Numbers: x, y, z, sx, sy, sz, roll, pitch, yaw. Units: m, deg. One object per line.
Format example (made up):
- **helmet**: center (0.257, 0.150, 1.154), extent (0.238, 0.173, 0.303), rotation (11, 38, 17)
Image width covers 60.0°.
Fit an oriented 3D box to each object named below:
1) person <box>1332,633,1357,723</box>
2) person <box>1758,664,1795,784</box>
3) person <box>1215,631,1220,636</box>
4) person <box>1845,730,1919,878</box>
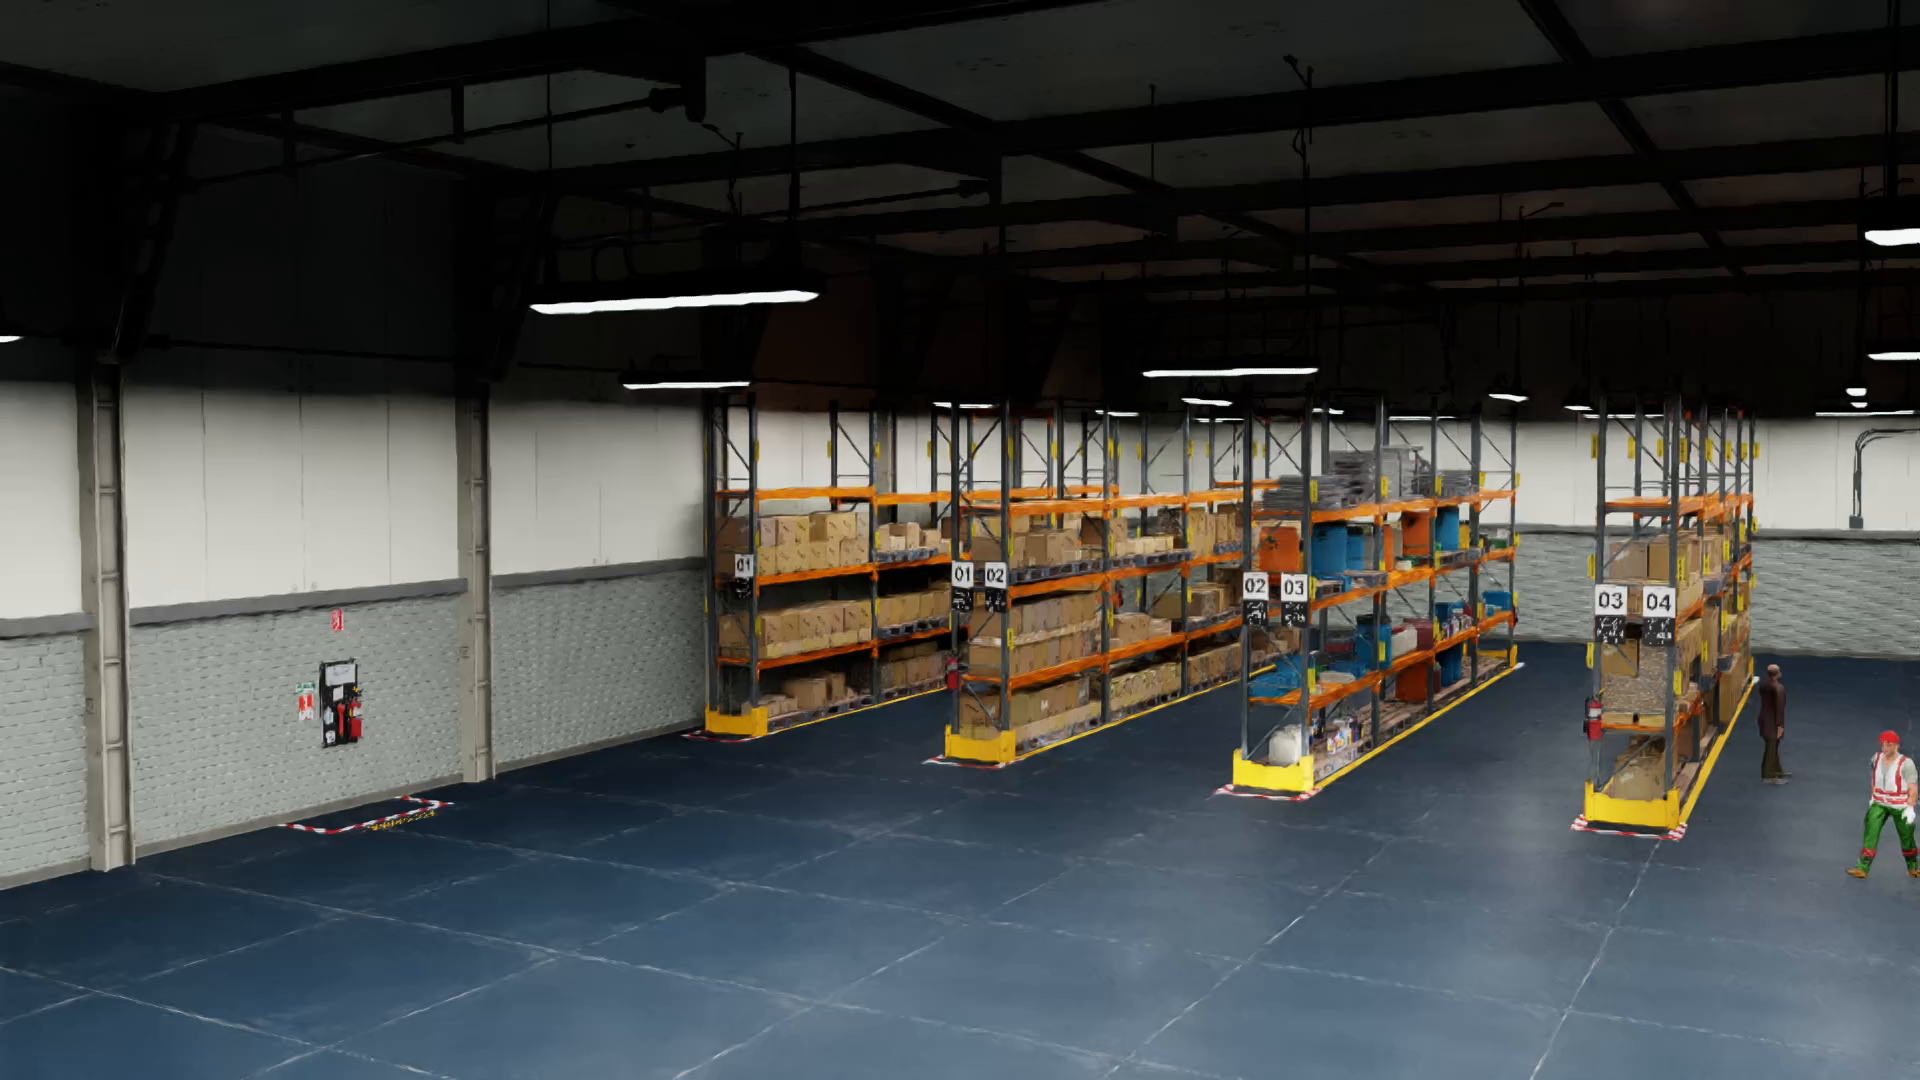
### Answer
- **person**: center (6.750, 2.430, 29.176), extent (0.441, 1.594, 0.474), rotation (1, 3, 19)
- **person**: center (12.283, 2.749, 24.977), extent (0.594, 1.778, 0.619), rotation (0, 3, 0)
- **person**: center (6.431, 1.856, 42.556), extent (0.719, 1.714, 0.578), rotation (2, 3, 27)
- **person**: center (10.813, 3.081, 19.365), extent (0.942, 1.744, 0.593), rotation (-2, 4, -34)
